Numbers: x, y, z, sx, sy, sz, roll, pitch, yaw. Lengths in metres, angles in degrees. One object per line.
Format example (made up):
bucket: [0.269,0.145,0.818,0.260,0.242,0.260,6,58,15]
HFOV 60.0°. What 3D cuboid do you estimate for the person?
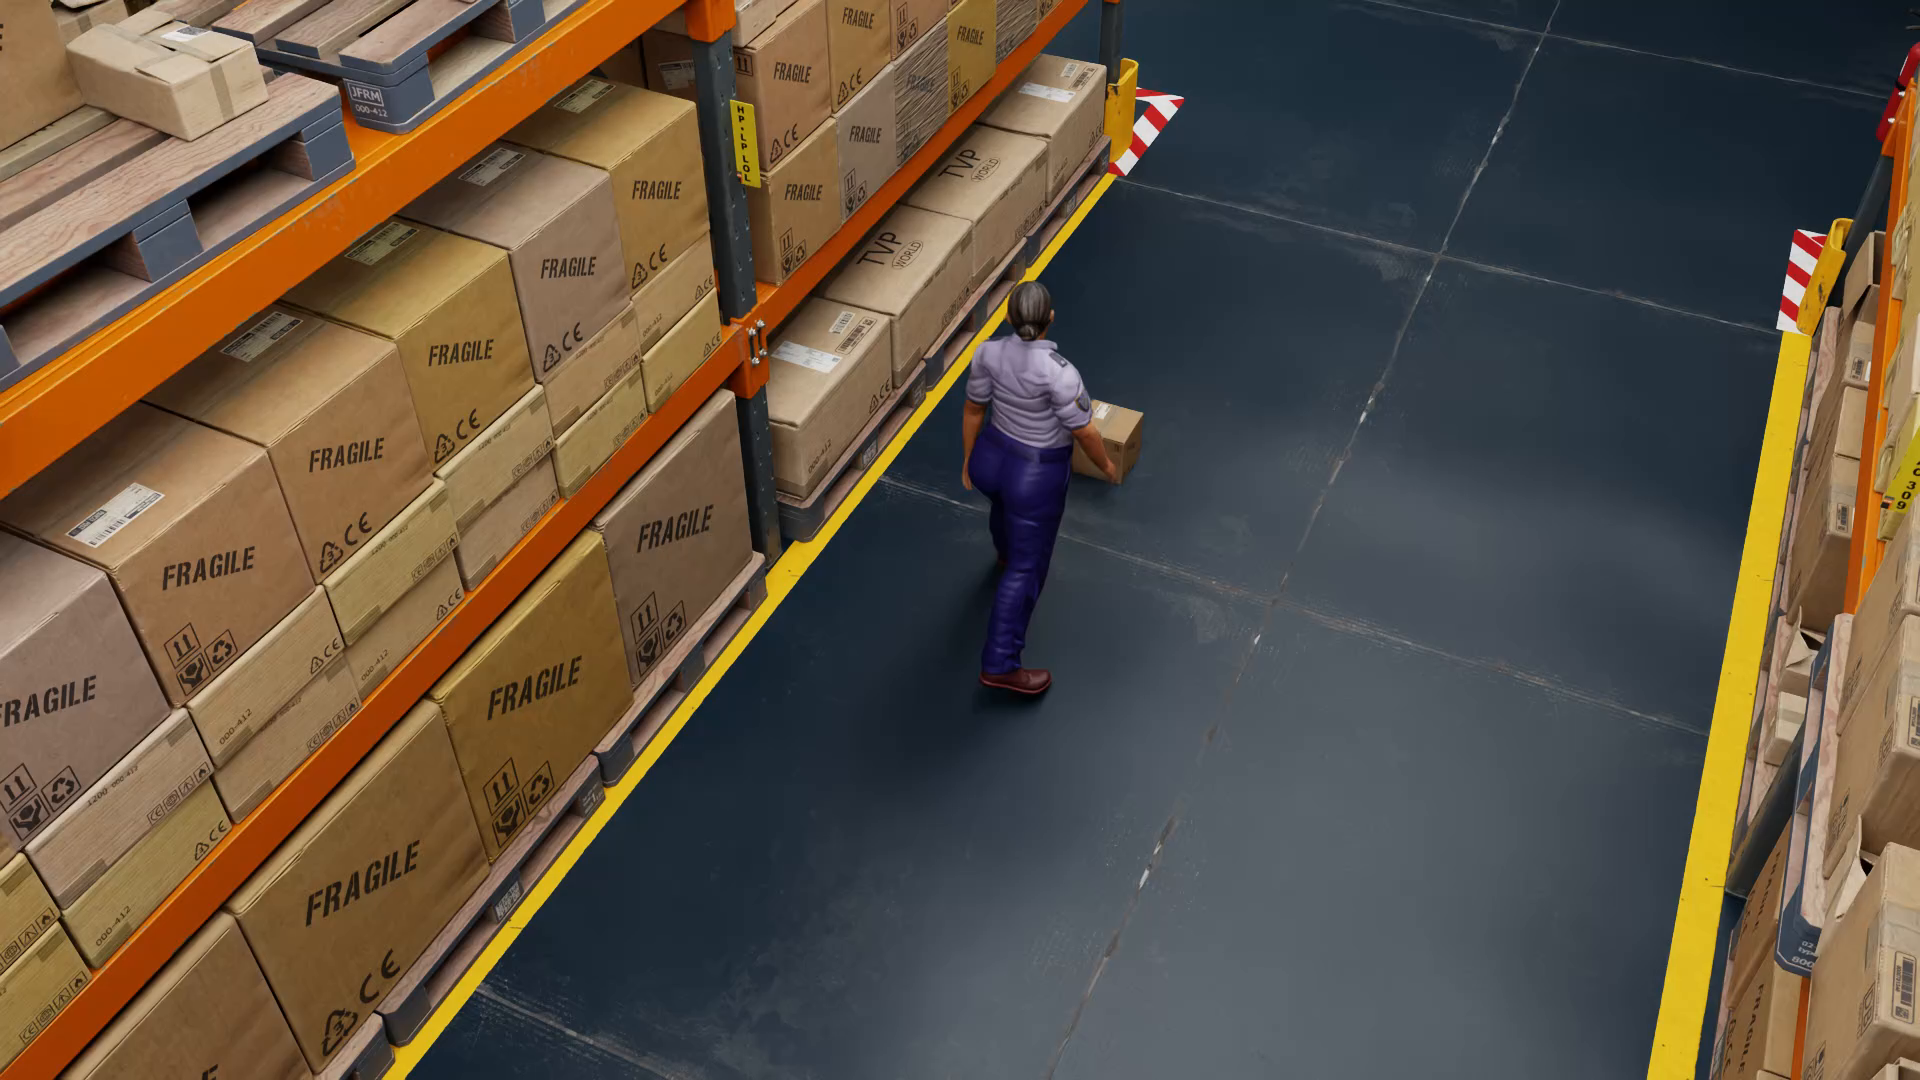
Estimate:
person: [0.264,-0.267,6.482,0.717,1.594,0.953,30,50,29]
